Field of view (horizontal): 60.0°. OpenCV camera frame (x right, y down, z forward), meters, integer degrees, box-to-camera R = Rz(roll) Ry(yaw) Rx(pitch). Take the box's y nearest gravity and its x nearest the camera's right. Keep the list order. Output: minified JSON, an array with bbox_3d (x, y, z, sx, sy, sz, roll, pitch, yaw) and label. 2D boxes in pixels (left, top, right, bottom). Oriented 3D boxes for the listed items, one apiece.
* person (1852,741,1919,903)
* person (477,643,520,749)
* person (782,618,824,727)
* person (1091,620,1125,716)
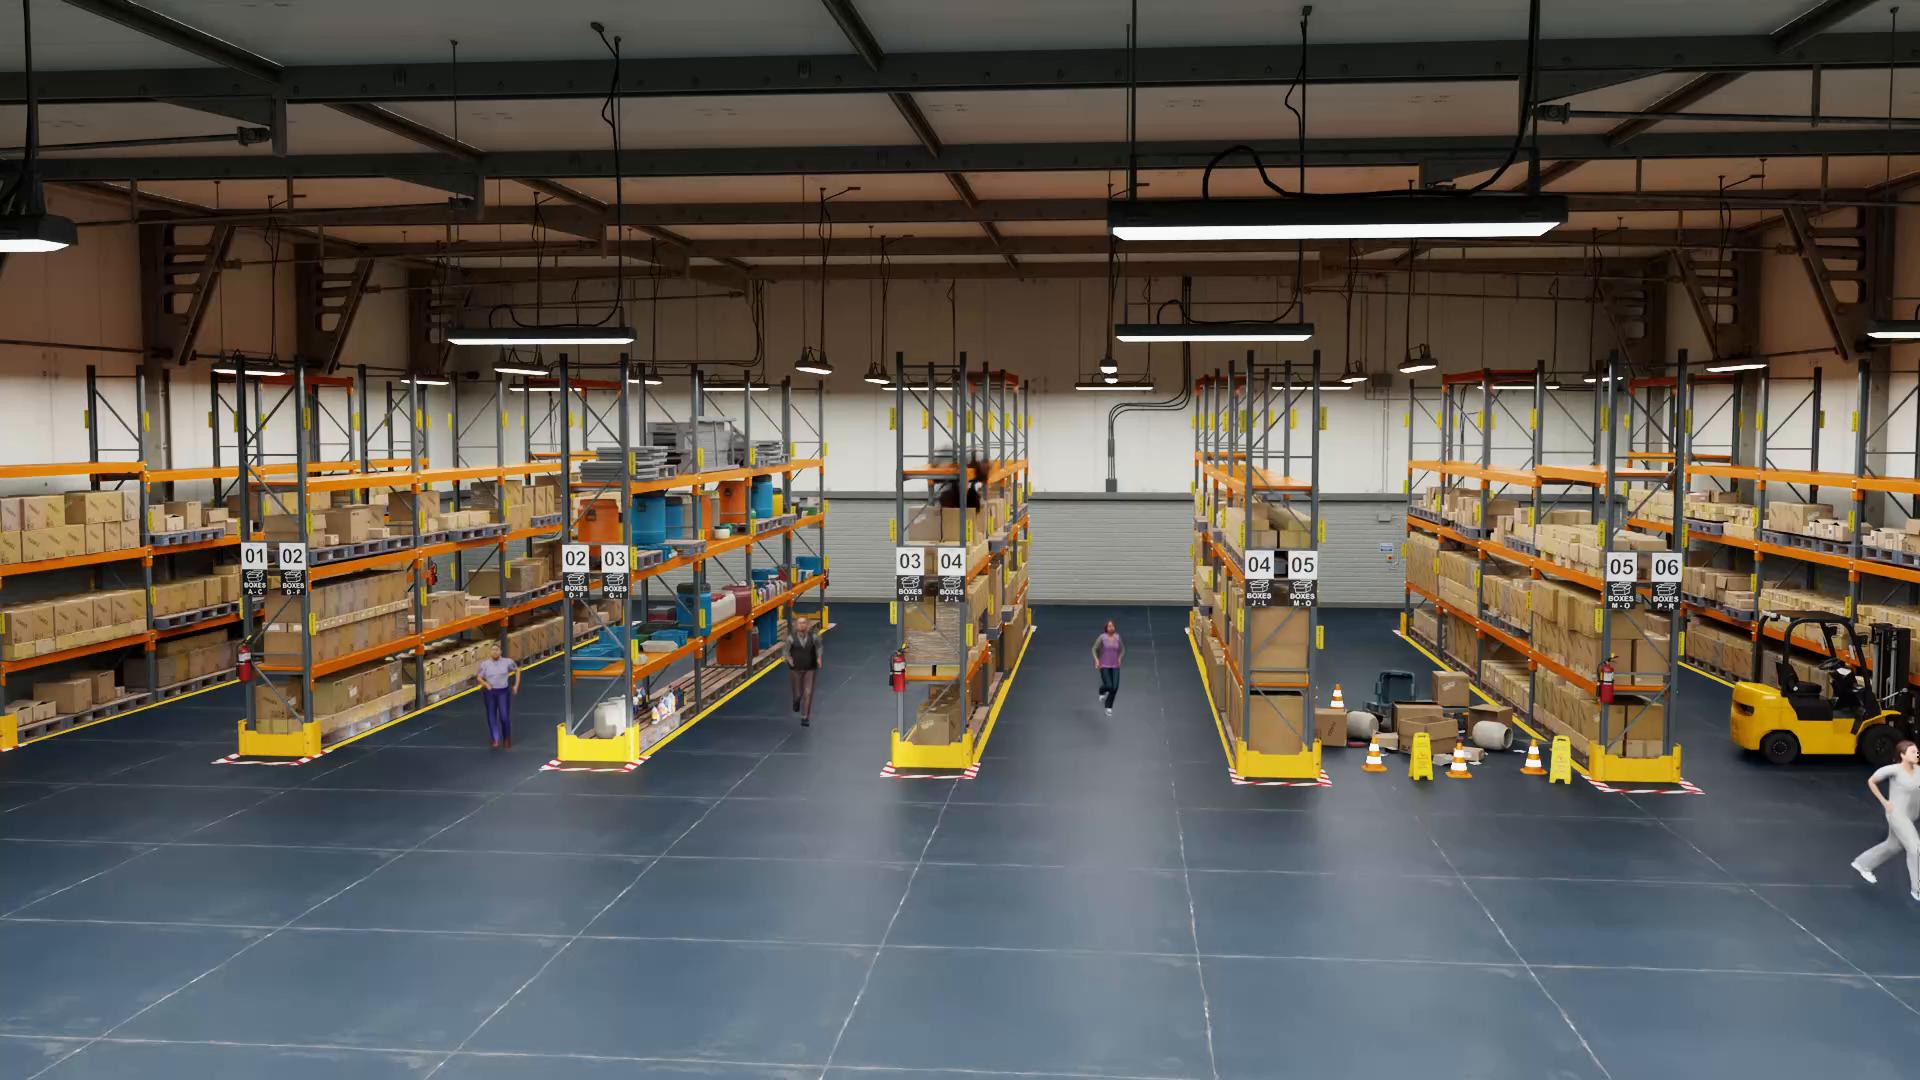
[{"bbox_3d":[9.864,2.939,17.461,0.534,1.713,1.001,-2,5,-27],"label":"person"},{"bbox_3d":[-7.046,2.395,25.382,0.634,1.653,0.646,-1,4,-12],"label":"person"},{"bbox_3d":[-2.476,2.076,26.356,0.677,1.688,0.896,-1,4,-9],"label":"person"},{"bbox_3d":[2.443,2.088,27.224,0.547,1.565,0.541,-1,4,-10],"label":"person"}]
